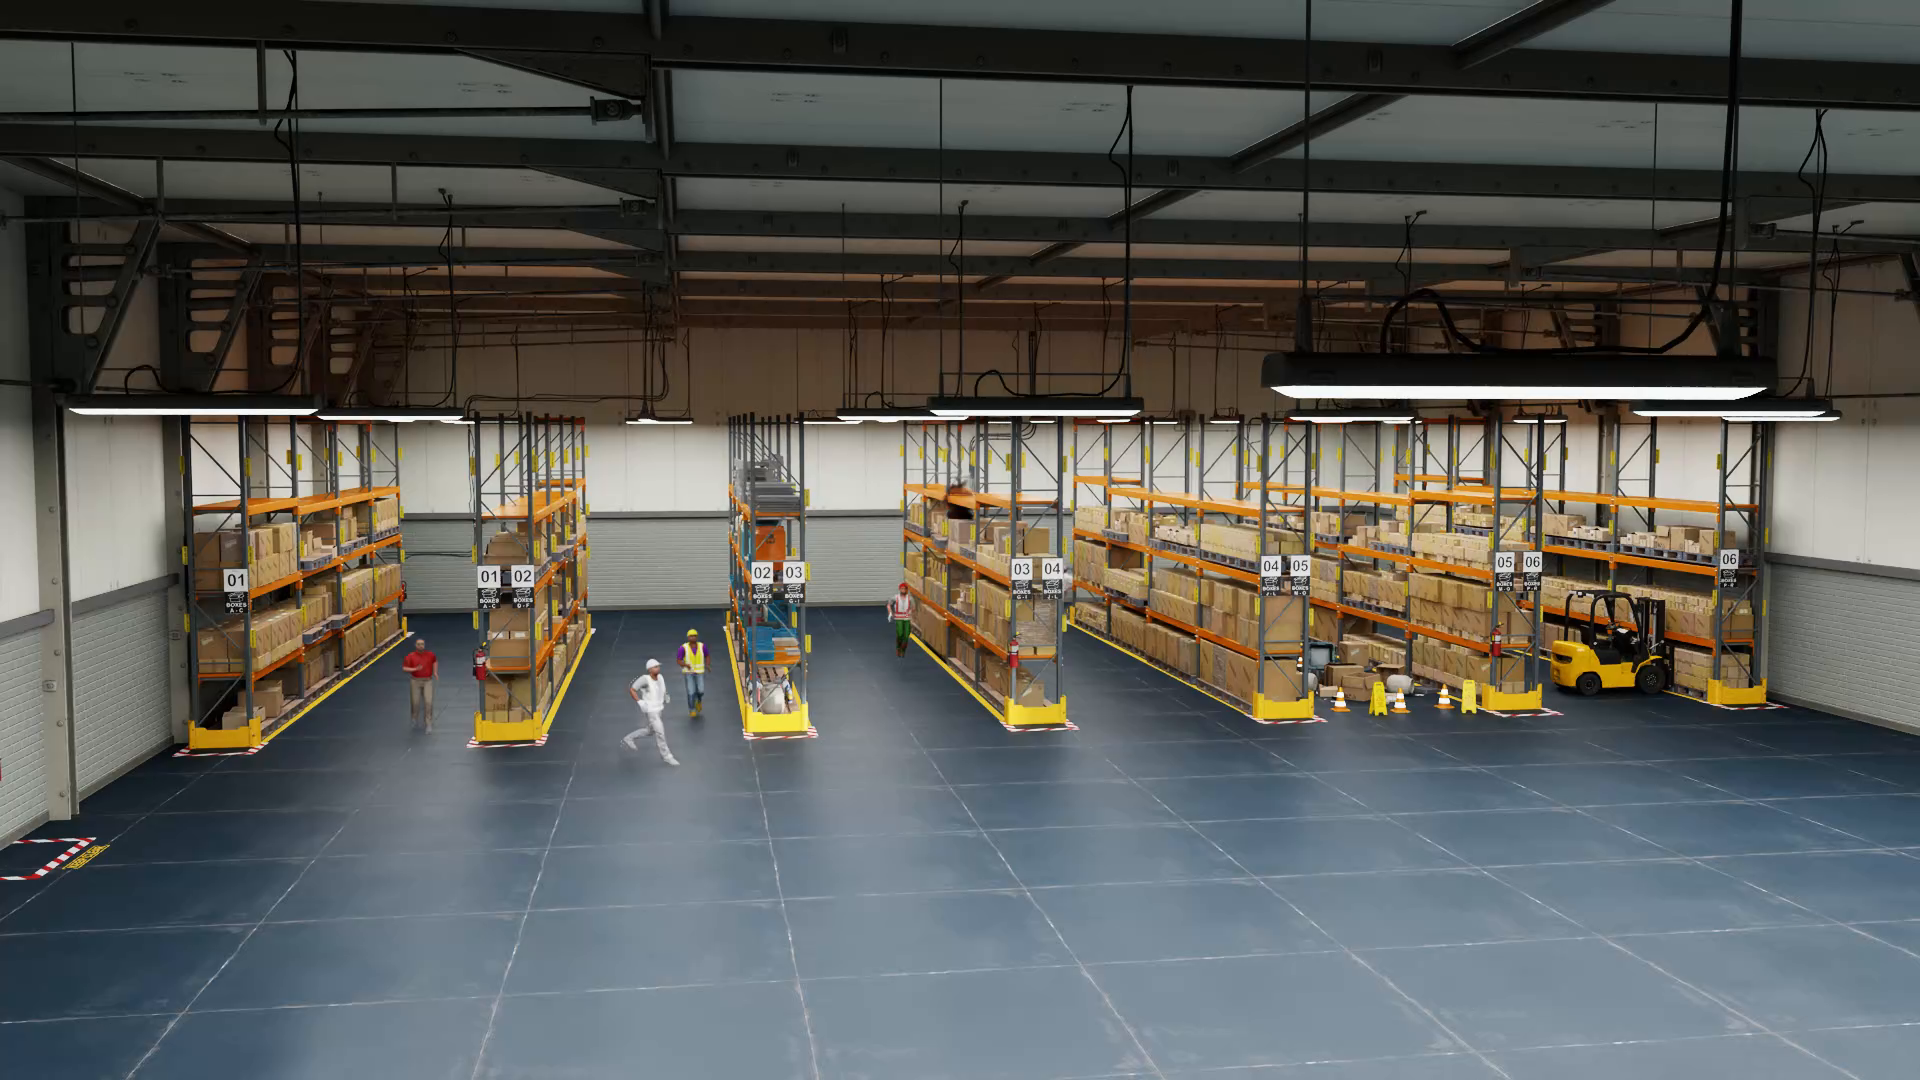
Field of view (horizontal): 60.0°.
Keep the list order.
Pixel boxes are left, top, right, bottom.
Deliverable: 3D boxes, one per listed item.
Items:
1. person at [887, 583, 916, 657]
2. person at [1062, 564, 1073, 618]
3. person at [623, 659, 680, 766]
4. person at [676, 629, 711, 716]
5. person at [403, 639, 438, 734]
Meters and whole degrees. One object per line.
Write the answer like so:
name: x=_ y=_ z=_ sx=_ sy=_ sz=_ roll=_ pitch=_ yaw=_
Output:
person: x=-1.340 y=1.893 z=39.082 sx=0.664 sy=1.763 sz=0.603 roll=-1 pitch=4 yaw=-13
person: x=3.013 y=1.543 z=49.343 sx=0.555 sy=1.652 sz=0.650 roll=-2 pitch=4 yaw=-28
person: x=-5.265 y=2.922 z=28.371 sx=1.144 sy=1.797 sz=0.650 roll=1 pitch=4 yaw=19
person: x=-5.238 y=2.627 z=32.803 sx=0.692 sy=1.722 sz=0.582 roll=-1 pitch=4 yaw=-18
person: x=-10.122 y=2.715 z=31.243 sx=0.654 sy=1.733 sz=0.968 roll=-2 pitch=4 yaw=-25
